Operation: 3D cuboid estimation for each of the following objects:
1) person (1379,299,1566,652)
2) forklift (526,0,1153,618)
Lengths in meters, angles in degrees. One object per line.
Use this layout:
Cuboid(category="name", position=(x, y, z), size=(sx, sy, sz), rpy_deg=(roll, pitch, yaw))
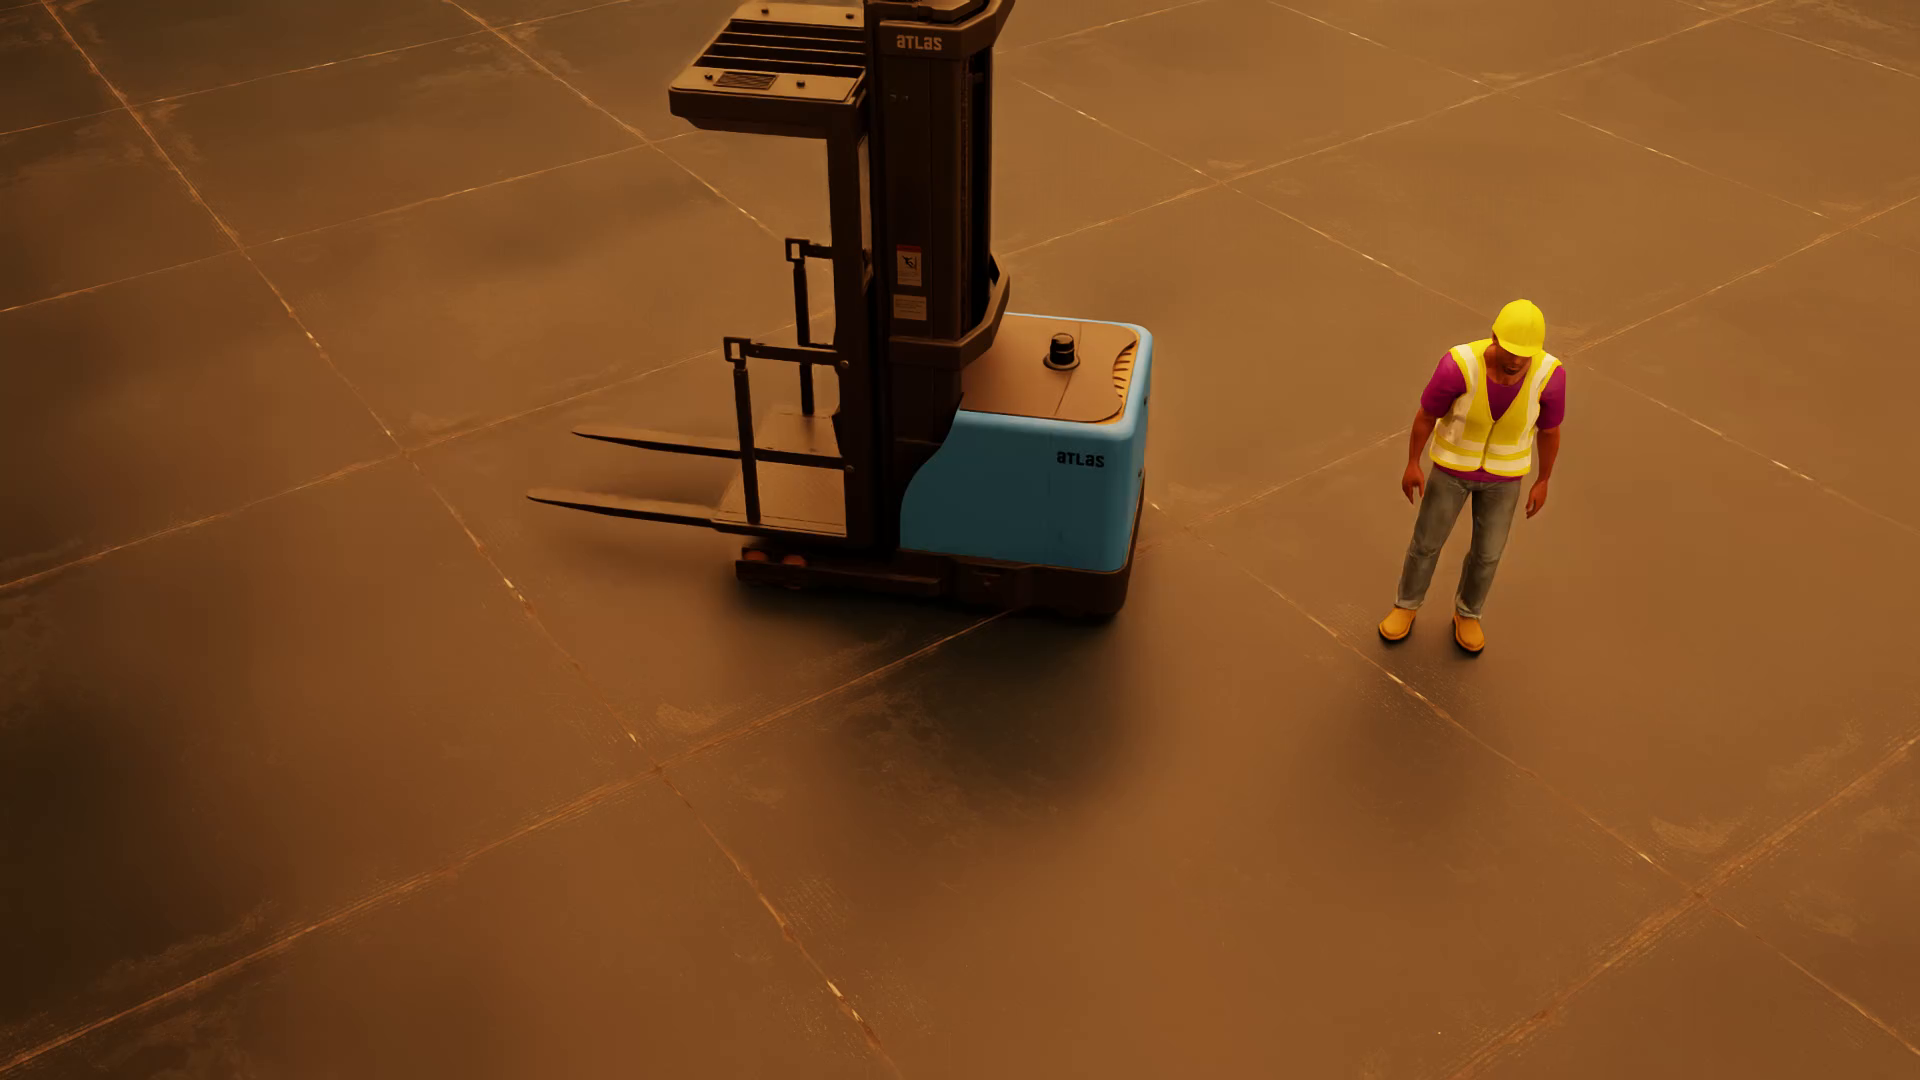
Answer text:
Cuboid(category="person", position=(2.281, -0.291, 7.328), size=(0.630, 1.759, 0.461), rpy_deg=(7, 37, 10))
Cuboid(category="forklift", position=(-0.628, -1.240, 7.621), size=(3.031, 2.935, 1.130), rpy_deg=(7, 37, 9))
